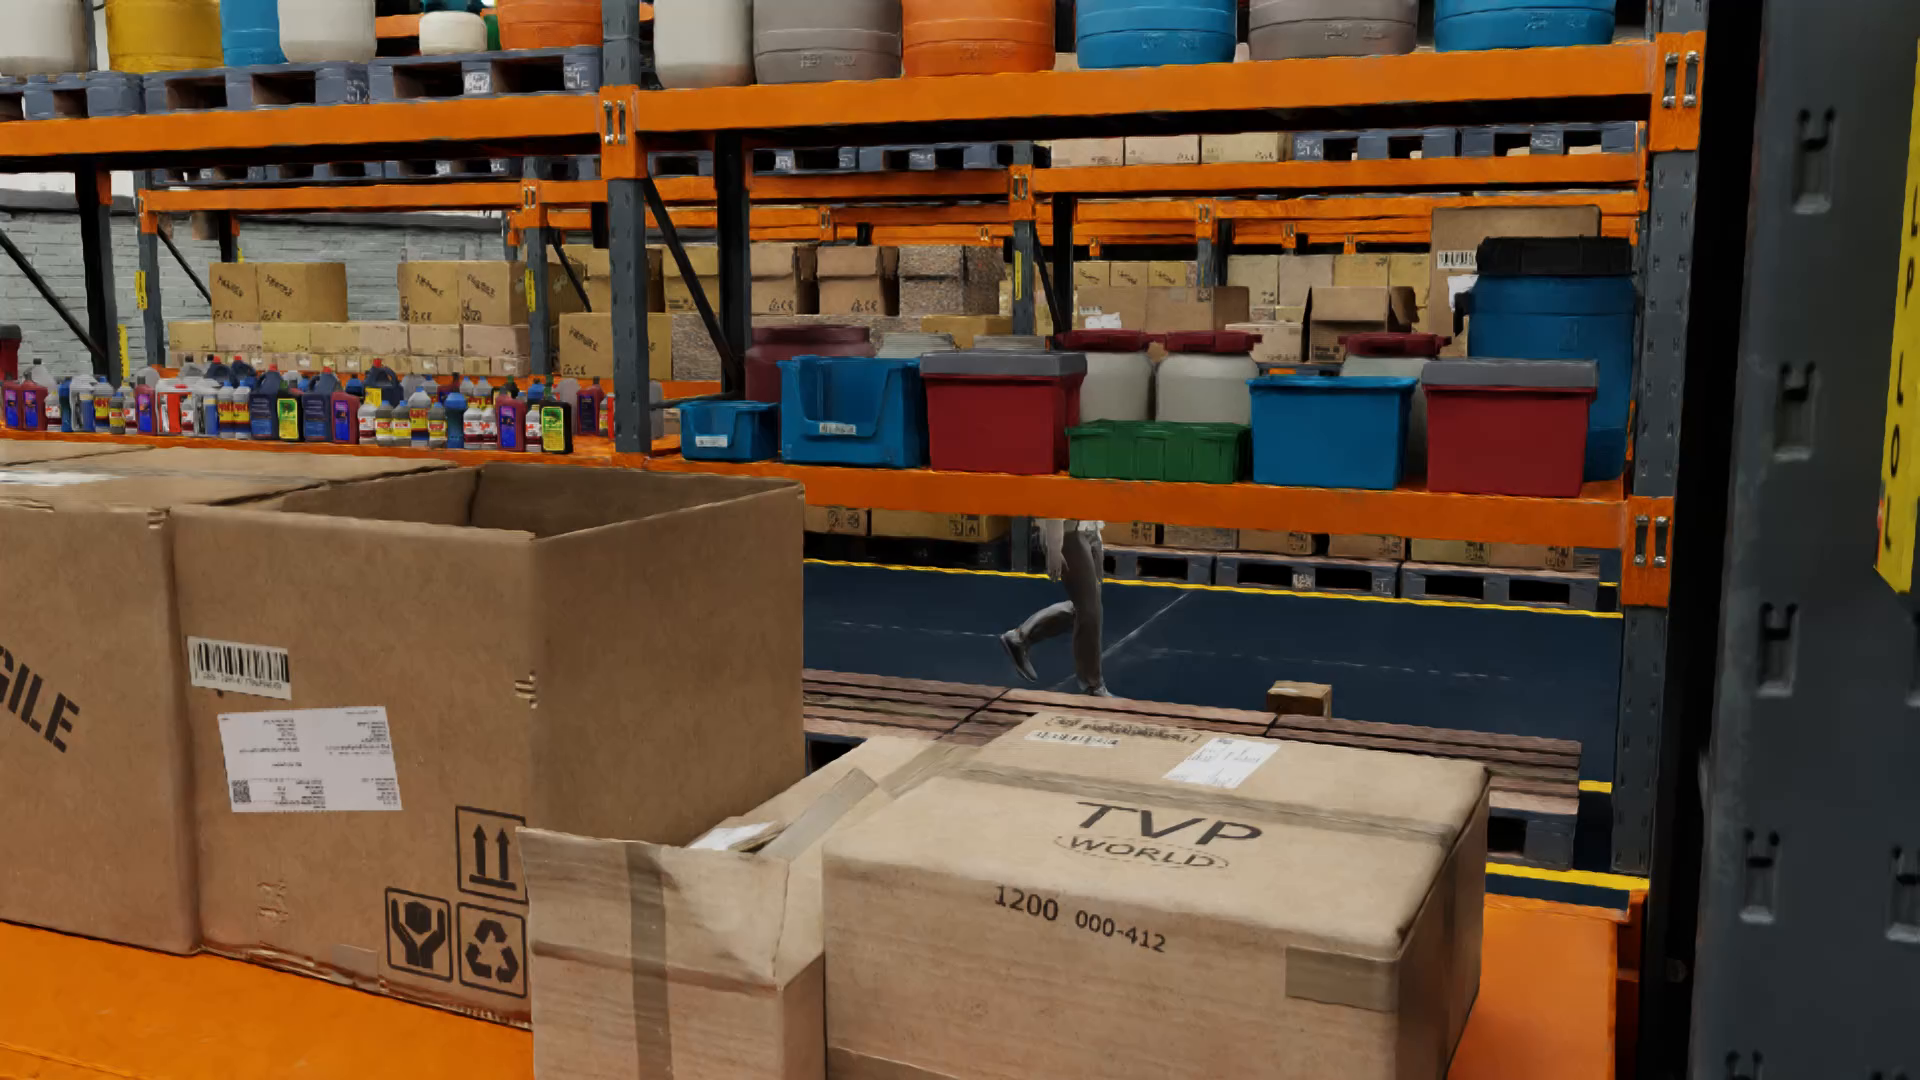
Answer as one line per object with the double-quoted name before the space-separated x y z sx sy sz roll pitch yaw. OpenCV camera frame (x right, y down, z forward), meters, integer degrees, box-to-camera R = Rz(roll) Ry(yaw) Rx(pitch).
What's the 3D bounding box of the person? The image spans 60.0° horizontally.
"person" 0.502 -0.024 7.931 0.766 1.651 0.523 4 10 24
